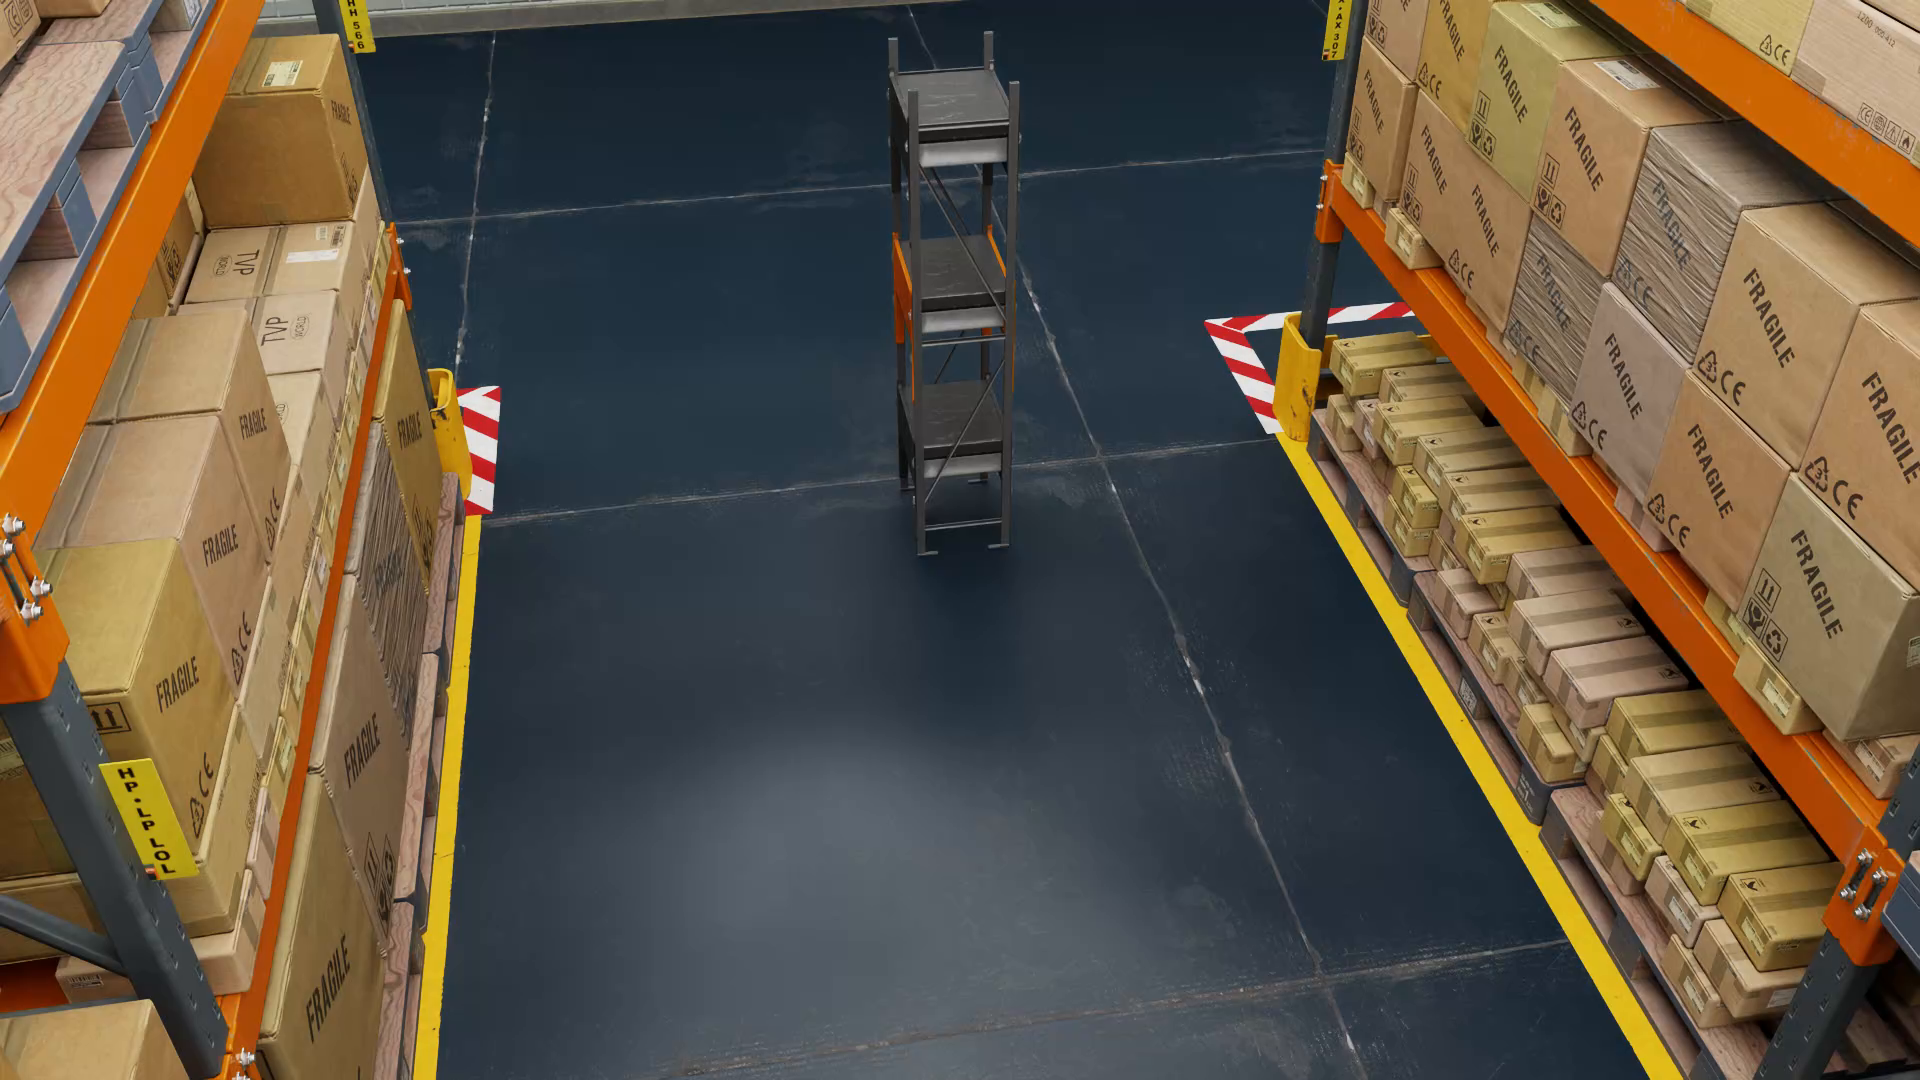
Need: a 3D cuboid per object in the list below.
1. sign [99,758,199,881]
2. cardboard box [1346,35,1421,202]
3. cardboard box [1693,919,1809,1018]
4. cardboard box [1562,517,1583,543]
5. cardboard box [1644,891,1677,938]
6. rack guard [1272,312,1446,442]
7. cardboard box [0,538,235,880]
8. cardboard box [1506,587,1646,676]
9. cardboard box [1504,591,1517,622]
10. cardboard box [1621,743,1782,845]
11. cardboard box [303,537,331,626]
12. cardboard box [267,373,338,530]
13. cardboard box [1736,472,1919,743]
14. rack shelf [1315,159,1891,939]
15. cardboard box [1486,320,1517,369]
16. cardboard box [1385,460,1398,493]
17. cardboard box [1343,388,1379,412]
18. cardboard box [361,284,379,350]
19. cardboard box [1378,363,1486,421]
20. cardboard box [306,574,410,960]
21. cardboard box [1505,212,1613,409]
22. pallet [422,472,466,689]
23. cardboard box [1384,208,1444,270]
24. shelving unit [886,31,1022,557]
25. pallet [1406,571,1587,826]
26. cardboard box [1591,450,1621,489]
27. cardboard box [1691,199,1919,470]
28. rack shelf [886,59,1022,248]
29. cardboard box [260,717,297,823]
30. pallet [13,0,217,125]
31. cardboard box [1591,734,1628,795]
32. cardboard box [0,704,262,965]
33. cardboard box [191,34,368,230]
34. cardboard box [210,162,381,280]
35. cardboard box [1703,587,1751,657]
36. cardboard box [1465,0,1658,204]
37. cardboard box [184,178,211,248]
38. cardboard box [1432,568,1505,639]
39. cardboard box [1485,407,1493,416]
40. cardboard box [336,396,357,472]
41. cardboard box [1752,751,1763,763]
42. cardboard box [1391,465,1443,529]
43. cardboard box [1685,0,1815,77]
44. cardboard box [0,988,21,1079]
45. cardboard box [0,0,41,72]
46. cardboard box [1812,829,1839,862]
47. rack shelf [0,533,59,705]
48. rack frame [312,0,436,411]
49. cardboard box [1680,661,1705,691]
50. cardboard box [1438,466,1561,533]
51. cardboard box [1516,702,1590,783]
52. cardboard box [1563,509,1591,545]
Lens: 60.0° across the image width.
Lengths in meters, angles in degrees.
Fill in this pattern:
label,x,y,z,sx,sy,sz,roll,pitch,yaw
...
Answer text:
label,x,y,z,sx,sy,sz,roll,pitch,yaw
sign,-1.572,0.546,3.223,0.100,0.325,0.005,-6,38,-8
cardboard box,1.902,-1.708,6.680,0.500,0.500,0.500,-5,38,-6
cardboard box,2.428,1.250,4.935,0.380,0.149,0.250,-6,38,-7
cardboard box,2.662,0.012,6.772,0.380,0.149,0.250,-8,39,-10
cardboard box,2.429,1.158,5.296,0.380,0.149,0.250,-5,38,-7
rack guard,2.108,-0.819,7.897,1.175,0.500,0.348,-6,38,-8
cardboard box,-1.937,0.365,3.604,0.500,0.500,0.500,-6,38,-8
cardboard box,2.177,0.322,5.887,0.380,0.149,0.250,-8,38,-10
cardboard box,2.261,0.284,6.178,0.380,0.149,0.250,-5,38,-6
cardboard box,2.343,0.802,5.269,0.380,0.149,0.250,-7,38,-8
cardboard box,-2.057,0.138,4.832,0.380,0.149,0.250,-6,38,-7
cardboard box,-2.186,-0.246,5.001,0.500,0.250,0.500,-6,38,-8
cardboard box,2.433,0.145,4.294,0.500,0.500,0.500,-6,38,-8
rack shelf,2.446,-0.360,5.855,1.077,0.370,4.000,-6,38,-8
cardboard box,2.128,-0.744,5.968,0.380,0.149,0.250,-7,38,-9
cardboard box,2.049,-0.243,7.099,0.380,0.149,0.250,-6,38,-7
cardboard box,1.934,-0.666,7.401,0.380,0.149,0.250,-5,38,-6
cardboard box,-2.329,-0.792,6.029,0.380,0.149,0.250,-6,38,-8
cardboard box,2.019,-0.621,7.100,0.380,0.149,0.250,-6,38,-7
cardboard box,-2.299,0.759,5.218,0.875,0.875,0.875,-6,38,-8
cardboard box,2.189,-0.783,5.489,0.500,0.500,0.500,-7,38,-9
pallet,-2.589,0.196,6.826,1.003,0.211,1.213,-6,38,-8
cardboard box,1.909,-1.205,6.560,0.380,0.149,0.250,-7,38,-9
shelving unit,-0.029,-0.929,6.735,0.431,2.100,0.503,-6,38,-8
pallet,2.426,0.525,6.403,1.003,0.211,1.213,-6,38,-8
cardboard box,2.285,-0.275,5.364,0.380,0.149,0.250,-7,38,-9
cardboard box,2.352,-0.555,4.380,0.500,0.500,0.500,-7,38,-9
rack shelf,-0.029,-1.471,6.313,0.431,0.518,0.480,-6,38,-8
cardboard box,-1.922,0.603,4.233,0.380,0.149,0.250,-5,38,-6
pallet,-2.448,-1.344,4.162,1.003,0.211,1.213,-6,38,-8
cardboard box,2.357,0.766,5.558,0.380,0.149,0.250,-6,38,-8
cardboard box,-1.929,0.666,3.828,0.500,0.250,0.500,-7,38,-9
cardboard box,-2.462,-1.468,5.963,0.500,0.500,0.500,-6,38,-7
cardboard box,-2.460,-1.174,6.196,0.500,0.250,0.500,-7,38,-9
cardboard box,2.375,0.204,4.747,0.380,0.149,0.250,-5,38,-6
cardboard box,2.076,-1.484,5.576,0.500,0.500,0.500,-7,38,-9
cardboard box,-2.988,-1.119,6.125,0.500,0.250,0.500,-7,38,-9
cardboard box,2.082,0.227,6.494,0.380,0.149,0.250,-8,39,-10
cardboard box,2.425,-0.677,7.173,0.380,0.149,0.250,-6,38,-7
cardboard box,-2.193,-0.328,5.432,0.380,0.149,0.250,-6,38,-8
cardboard box,2.789,0.583,5.551,0.380,0.149,0.250,-7,38,-9
cardboard box,1.995,-0.189,6.788,0.380,0.149,0.250,-5,38,-7
cardboard box,2.279,-1.438,4.334,0.500,0.250,0.500,-7,38,-9
cardboard box,-1.984,0.985,2.637,0.797,0.503,0.637,-7,38,-9
cardboard box,-2.391,-1.185,3.380,0.700,0.500,0.500,-4,38,-6
cardboard box,2.915,1.010,5.244,0.380,0.149,0.250,-6,38,-8
rack shelf,-1.754,1.344,1.217,1.077,0.370,4.000,-6,38,-8
rack frame,-2.806,-1.380,6.581,1.000,3.000,0.127,-6,38,-8
cardboard box,2.767,0.534,5.856,0.380,0.149,0.250,-5,38,-6
cardboard box,2.101,-0.145,6.489,0.380,0.149,0.250,-5,38,-6
cardboard box,2.211,0.698,5.888,0.380,0.149,0.250,-6,38,-8
cardboard box,2.665,-0.097,6.668,0.380,0.149,0.250,-6,38,-7
